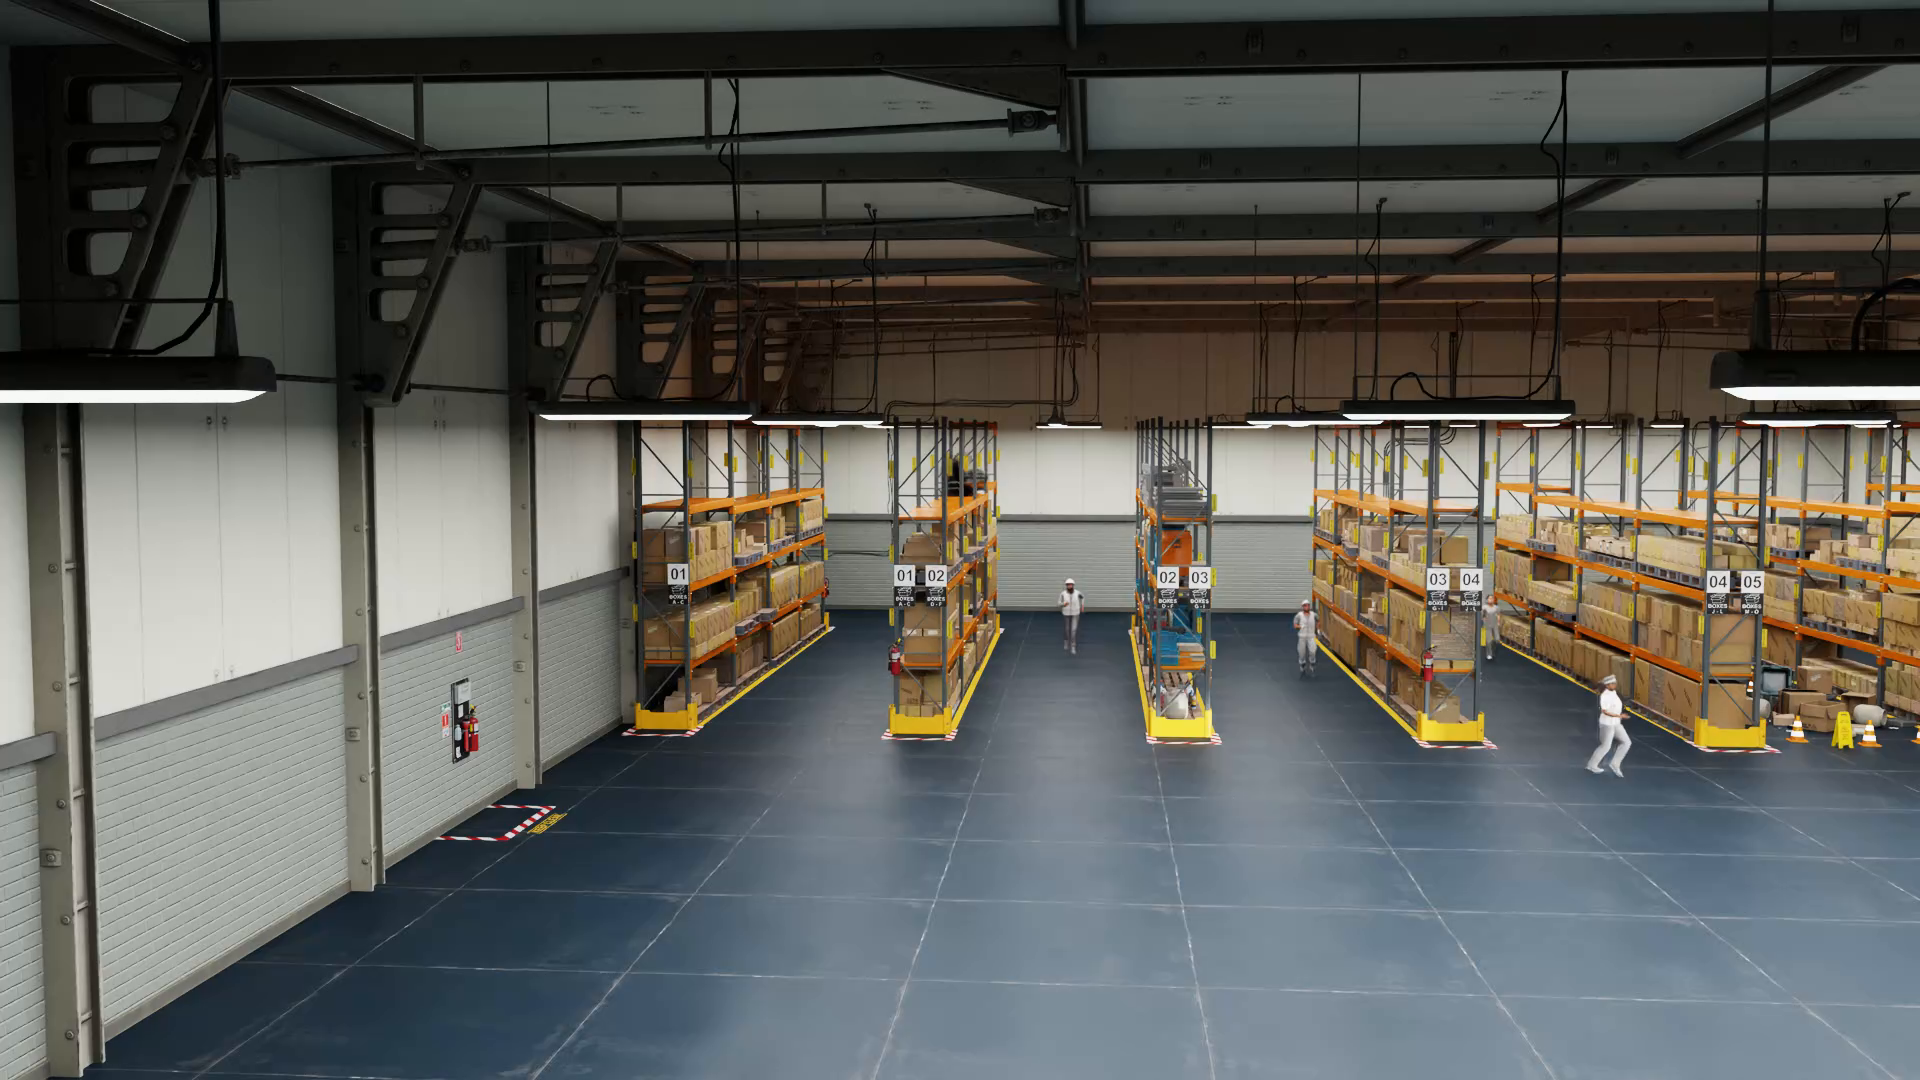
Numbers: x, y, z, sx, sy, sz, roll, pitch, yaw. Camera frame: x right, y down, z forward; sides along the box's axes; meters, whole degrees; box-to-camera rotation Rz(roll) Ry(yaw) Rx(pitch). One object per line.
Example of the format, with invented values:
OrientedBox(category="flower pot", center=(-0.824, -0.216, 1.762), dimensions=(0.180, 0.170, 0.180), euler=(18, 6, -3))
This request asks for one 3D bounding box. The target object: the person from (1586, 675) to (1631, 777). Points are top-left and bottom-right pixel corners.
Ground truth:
OrientedBox(category="person", center=(10.814, 3.087, 27.669), dimensions=(0.695, 1.724, 0.577), euler=(4, 5, 44))

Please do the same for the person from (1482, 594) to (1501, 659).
OrientedBox(category="person", center=(13.321, 2.179, 41.671), dimensions=(0.555, 1.626, 0.556), euler=(0, 4, 4))

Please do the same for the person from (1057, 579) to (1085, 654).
OrientedBox(category="person", center=(2.741, 1.863, 41.085), dimensions=(0.665, 1.827, 0.875), euler=(0, 4, 5))

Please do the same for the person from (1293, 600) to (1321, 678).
OrientedBox(category="person", center=(8.082, 2.306, 38.716), dimensions=(0.645, 1.820, 0.734), euler=(0, 4, 7))
